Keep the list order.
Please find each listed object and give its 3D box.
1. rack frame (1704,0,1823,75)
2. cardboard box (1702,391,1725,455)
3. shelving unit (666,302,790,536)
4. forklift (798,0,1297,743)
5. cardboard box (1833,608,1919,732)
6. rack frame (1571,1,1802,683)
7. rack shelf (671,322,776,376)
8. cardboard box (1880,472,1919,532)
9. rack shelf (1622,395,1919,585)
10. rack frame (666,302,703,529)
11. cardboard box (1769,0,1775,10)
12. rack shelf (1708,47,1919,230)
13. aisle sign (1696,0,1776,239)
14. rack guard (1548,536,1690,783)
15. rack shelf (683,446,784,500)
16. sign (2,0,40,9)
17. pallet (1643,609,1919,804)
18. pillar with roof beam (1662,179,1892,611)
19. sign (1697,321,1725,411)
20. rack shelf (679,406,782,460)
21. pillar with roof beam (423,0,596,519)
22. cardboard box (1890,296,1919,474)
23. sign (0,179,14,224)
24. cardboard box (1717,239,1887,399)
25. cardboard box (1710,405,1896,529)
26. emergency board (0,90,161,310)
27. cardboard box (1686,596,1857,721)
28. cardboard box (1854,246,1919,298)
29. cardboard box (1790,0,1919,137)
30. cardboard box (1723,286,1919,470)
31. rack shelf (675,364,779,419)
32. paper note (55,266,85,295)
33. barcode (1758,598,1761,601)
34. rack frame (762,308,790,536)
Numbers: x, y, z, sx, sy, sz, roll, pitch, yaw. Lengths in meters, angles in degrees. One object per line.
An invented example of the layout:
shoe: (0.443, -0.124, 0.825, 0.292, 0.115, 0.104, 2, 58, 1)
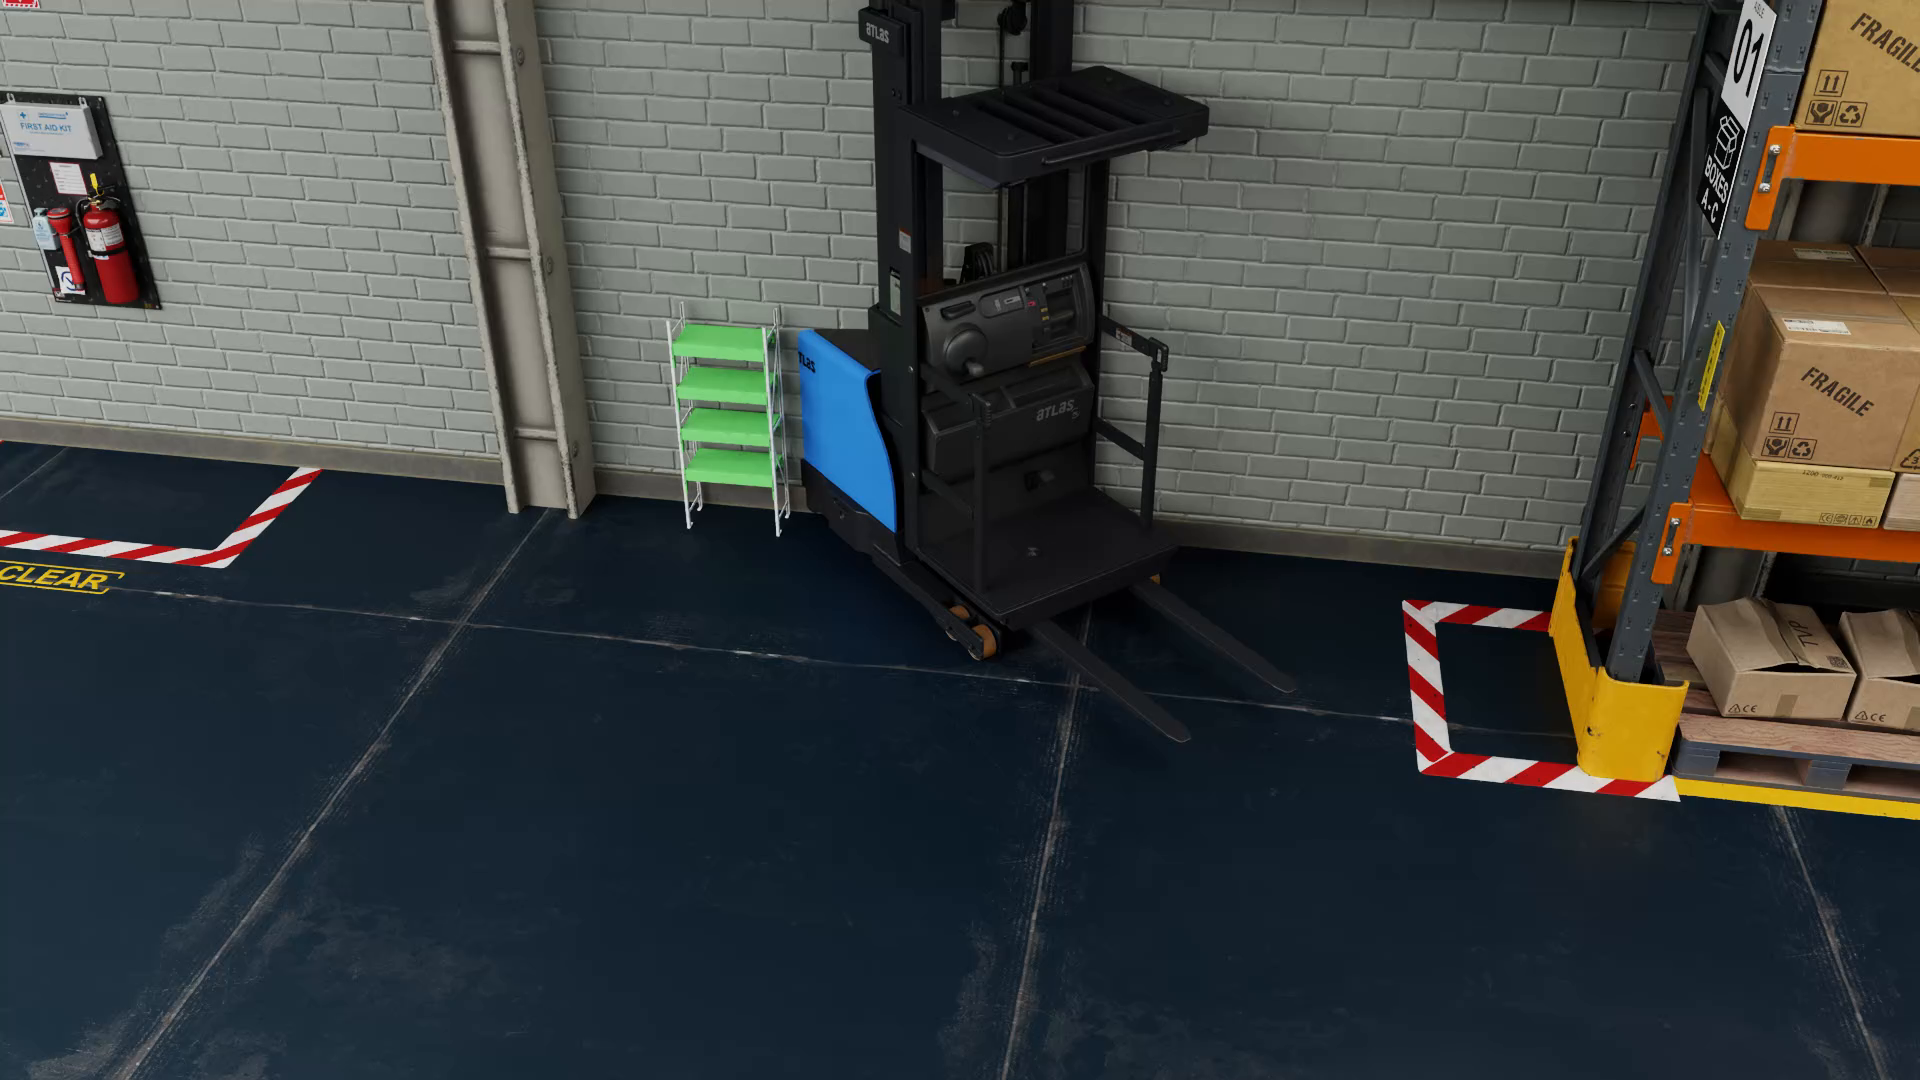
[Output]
rack frame: (2.859, -3.101, 5.223, 0.127, 3.000, 1.000, 5, 32, 8)
cardboard box: (3.352, -0.563, 6.945, 0.500, 0.250, 0.500, 6, 32, 9)
shelving unit: (-1.183, -0.612, 8.597, 0.503, 1.200, 0.258, 5, 32, 8)
forklift: (0.353, -0.966, 7.532, 1.130, 2.935, 3.031, -20, 37, -28)
cardboard box: (4.088, 0.555, 7.156, 0.500, 0.311, 0.500, 8, 33, 12)
rack frame: (2.859, -0.558, 6.815, 0.127, 3.000, 1.000, 5, 32, 8)
rack shelf: (-1.183, -0.965, 8.376, 0.480, 0.148, 0.258, 5, 32, 8)
cardboard box: (3.801, -0.255, 6.452, 0.500, 0.250, 0.500, 4, 32, 7)
rack shelf: (4.830, -0.075, 6.720, 4.000, 0.370, 1.077, 5, 32, 8)
rack frame: (-1.424, -0.633, 8.630, 0.015, 1.200, 0.240, 5, 32, 8)
cardboard box: (3.313, -1.976, 6.139, 0.500, 0.500, 0.500, 7, 33, 12)
rack shelf: (4.830, -1.346, 5.925, 4.000, 0.370, 1.077, 5, 32, 8)
aisle sign: (2.738, -1.510, 5.885, 0.004, 0.787, 0.394, 5, 32, 8)
rack guard: (2.934, 0.508, 7.467, 0.348, 0.500, 1.175, 5, 32, 8)
rack shelf: (-1.183, -0.355, 8.758, 0.480, 0.148, 0.258, 5, 32, 8)
sign: (-4.641, -2.760, 8.147, 0.199, 0.298, 0.001, 5, 32, 8)
pallet: (3.729, 0.721, 7.398, 1.213, 0.211, 1.003, 5, 32, 8)
pillar with roof beam: (2.970, -1.240, 2.249, 0.400, 9.000, 9.100, 5, 32, 8)
sign: (2.768, -0.641, 6.132, 0.005, 0.325, 0.100, 5, 32, 8)
rack shelf: (-1.183, -0.558, 8.631, 0.480, 0.148, 0.258, 5, 32, 8)
pillar with roof beam: (-2.944, -1.775, 3.105, 0.400, 9.000, 9.100, 5, 32, 8)
cardboard box: (3.764, -0.572, 6.252, 0.500, 0.500, 0.500, 5, 32, 8)
sign: (-5.177, -1.843, 8.833, 0.234, 0.329, 0.001, 5, 32, 8)
cardboard box: (3.359, -0.890, 6.761, 0.500, 0.500, 0.500, 5, 32, 8)
cardboard box: (3.287, -0.294, 6.514, 0.500, 0.250, 0.500, 4, 32, 7)
emergency board: (-4.650, -1.724, 8.678, 0.643, 1.169, 0.194, 5, 32, 8)
cardboard box: (3.526, 0.504, 7.238, 0.500, 0.311, 0.500, 2, 32, 3)
cardboard box: (3.854, -0.840, 6.681, 0.500, 0.500, 0.500, 6, 32, 9)
cardboard box: (3.146, -1.720, 5.731, 0.500, 0.500, 0.500, 6, 33, 9)
cardboard box: (3.279, -0.621, 6.331, 0.500, 0.500, 0.500, 5, 32, 8)
rack shelf: (-1.183, -0.761, 8.504, 0.480, 0.148, 0.258, 5, 32, 8)
paper note: (-4.812, -1.403, 8.994, 0.142, 0.148, 0.016, 5, 32, 8)
barcode: (3.611, 0.292, 7.567, 0.075, 0.075, 0.001, 5, 32, 8)
rack frame: (-0.942, -0.592, 8.564, 0.015, 1.200, 0.240, 5, 32, 8)
